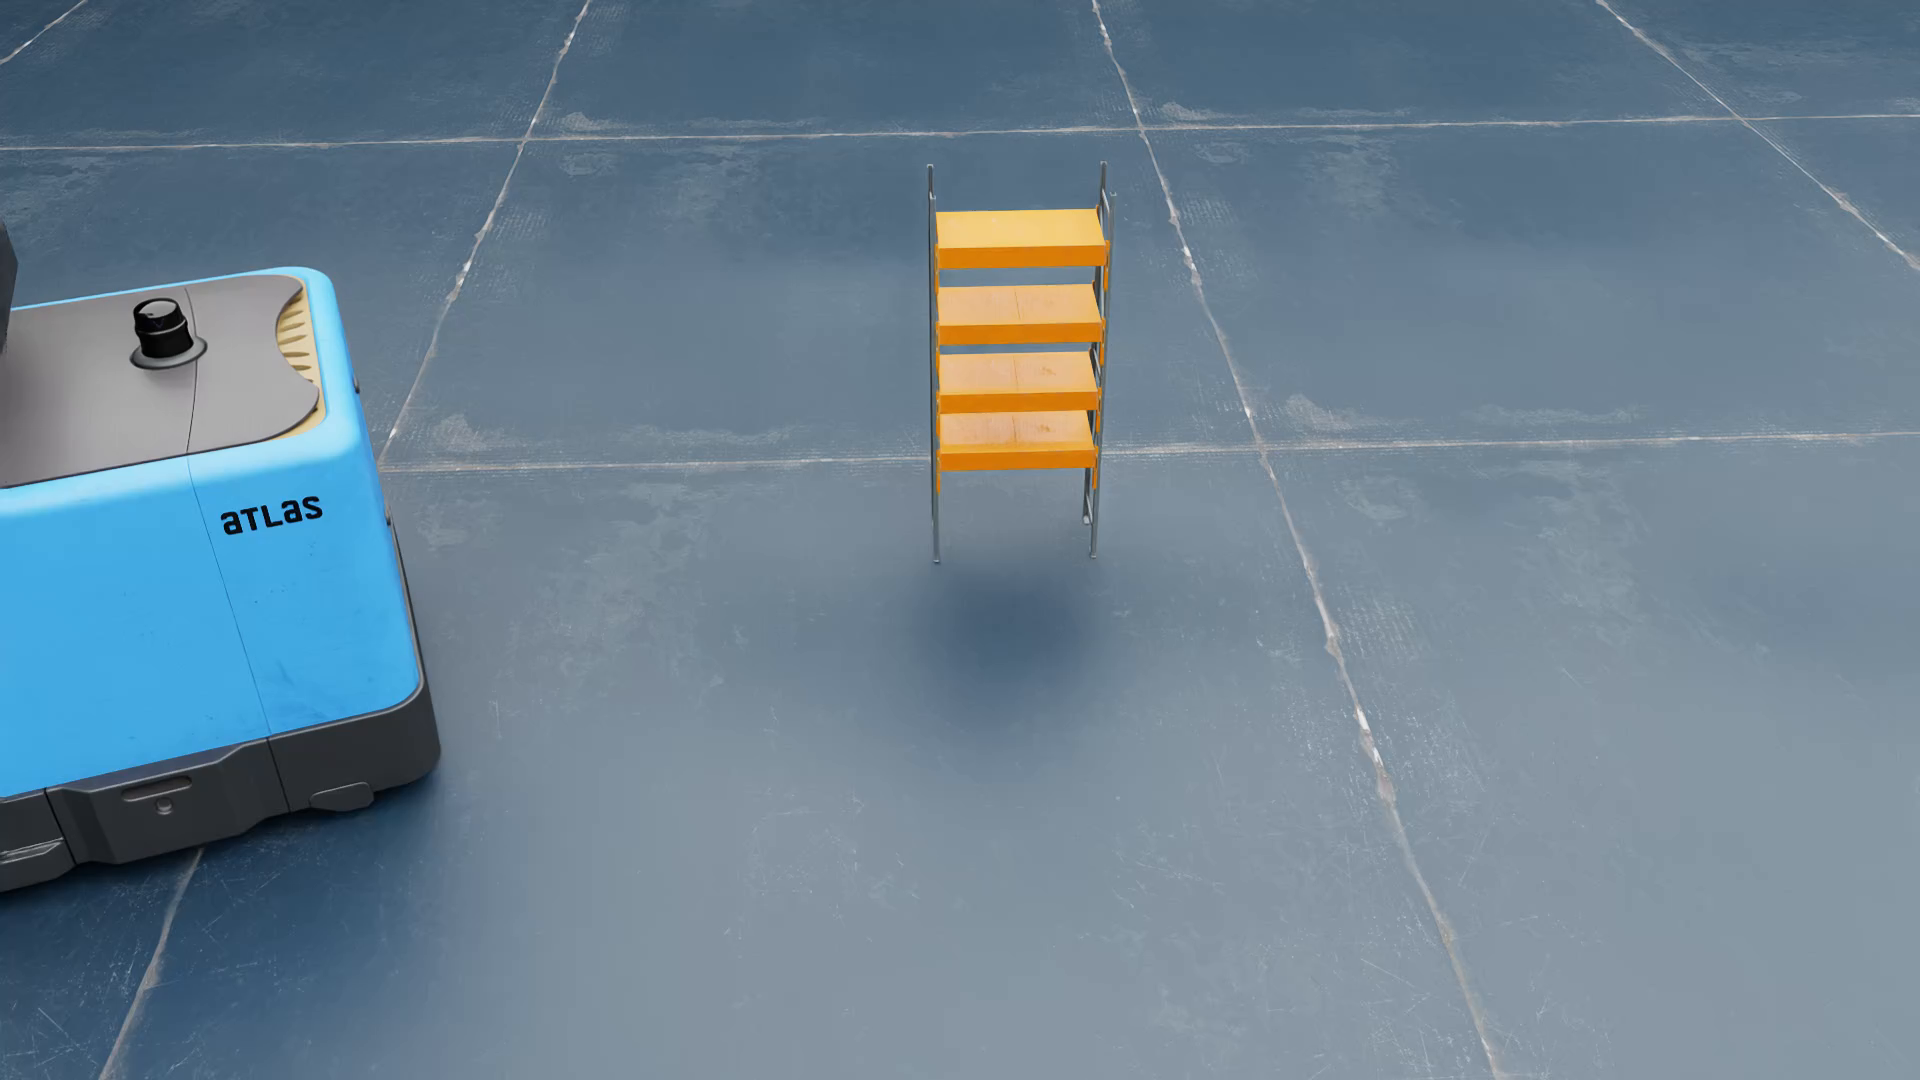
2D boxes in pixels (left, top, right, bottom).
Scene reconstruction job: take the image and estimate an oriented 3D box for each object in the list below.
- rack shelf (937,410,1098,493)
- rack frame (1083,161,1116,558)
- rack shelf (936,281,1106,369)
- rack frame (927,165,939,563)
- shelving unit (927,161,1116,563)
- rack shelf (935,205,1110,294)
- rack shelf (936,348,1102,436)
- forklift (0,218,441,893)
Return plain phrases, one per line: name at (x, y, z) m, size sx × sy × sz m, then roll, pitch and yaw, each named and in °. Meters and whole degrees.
rack shelf at (0.165, -0.279, 5.066) m, size 0.480 × 0.148 × 0.258 m, roll -2°, pitch 35°, yaw -2°
rack frame at (0.409, -0.504, 4.924) m, size 0.015 × 1.200 × 0.240 m, roll -2°, pitch 35°, yaw -2°
rack shelf at (0.165, -0.626, 4.826) m, size 0.480 × 0.148 × 0.258 m, roll -2°, pitch 35°, yaw -2°
rack frame at (-0.078, -0.491, 4.905) m, size 0.015 × 1.200 × 0.240 m, roll -2°, pitch 35°, yaw -2°
shelving unit at (0.165, -0.498, 4.915) m, size 0.503 × 1.200 × 0.258 m, roll -2°, pitch 35°, yaw -2°
rack shelf at (0.165, -0.821, 4.691) m, size 0.480 × 0.148 × 0.258 m, roll -2°, pitch 35°, yaw -2°
rack shelf at (0.165, -0.443, 4.953) m, size 0.480 × 0.148 × 0.258 m, roll -2°, pitch 35°, yaw -2°
forklift at (-2.917, -0.508, 3.409) m, size 3.031 × 2.935 × 1.130 m, roll -13°, pitch 37°, yaw -18°
